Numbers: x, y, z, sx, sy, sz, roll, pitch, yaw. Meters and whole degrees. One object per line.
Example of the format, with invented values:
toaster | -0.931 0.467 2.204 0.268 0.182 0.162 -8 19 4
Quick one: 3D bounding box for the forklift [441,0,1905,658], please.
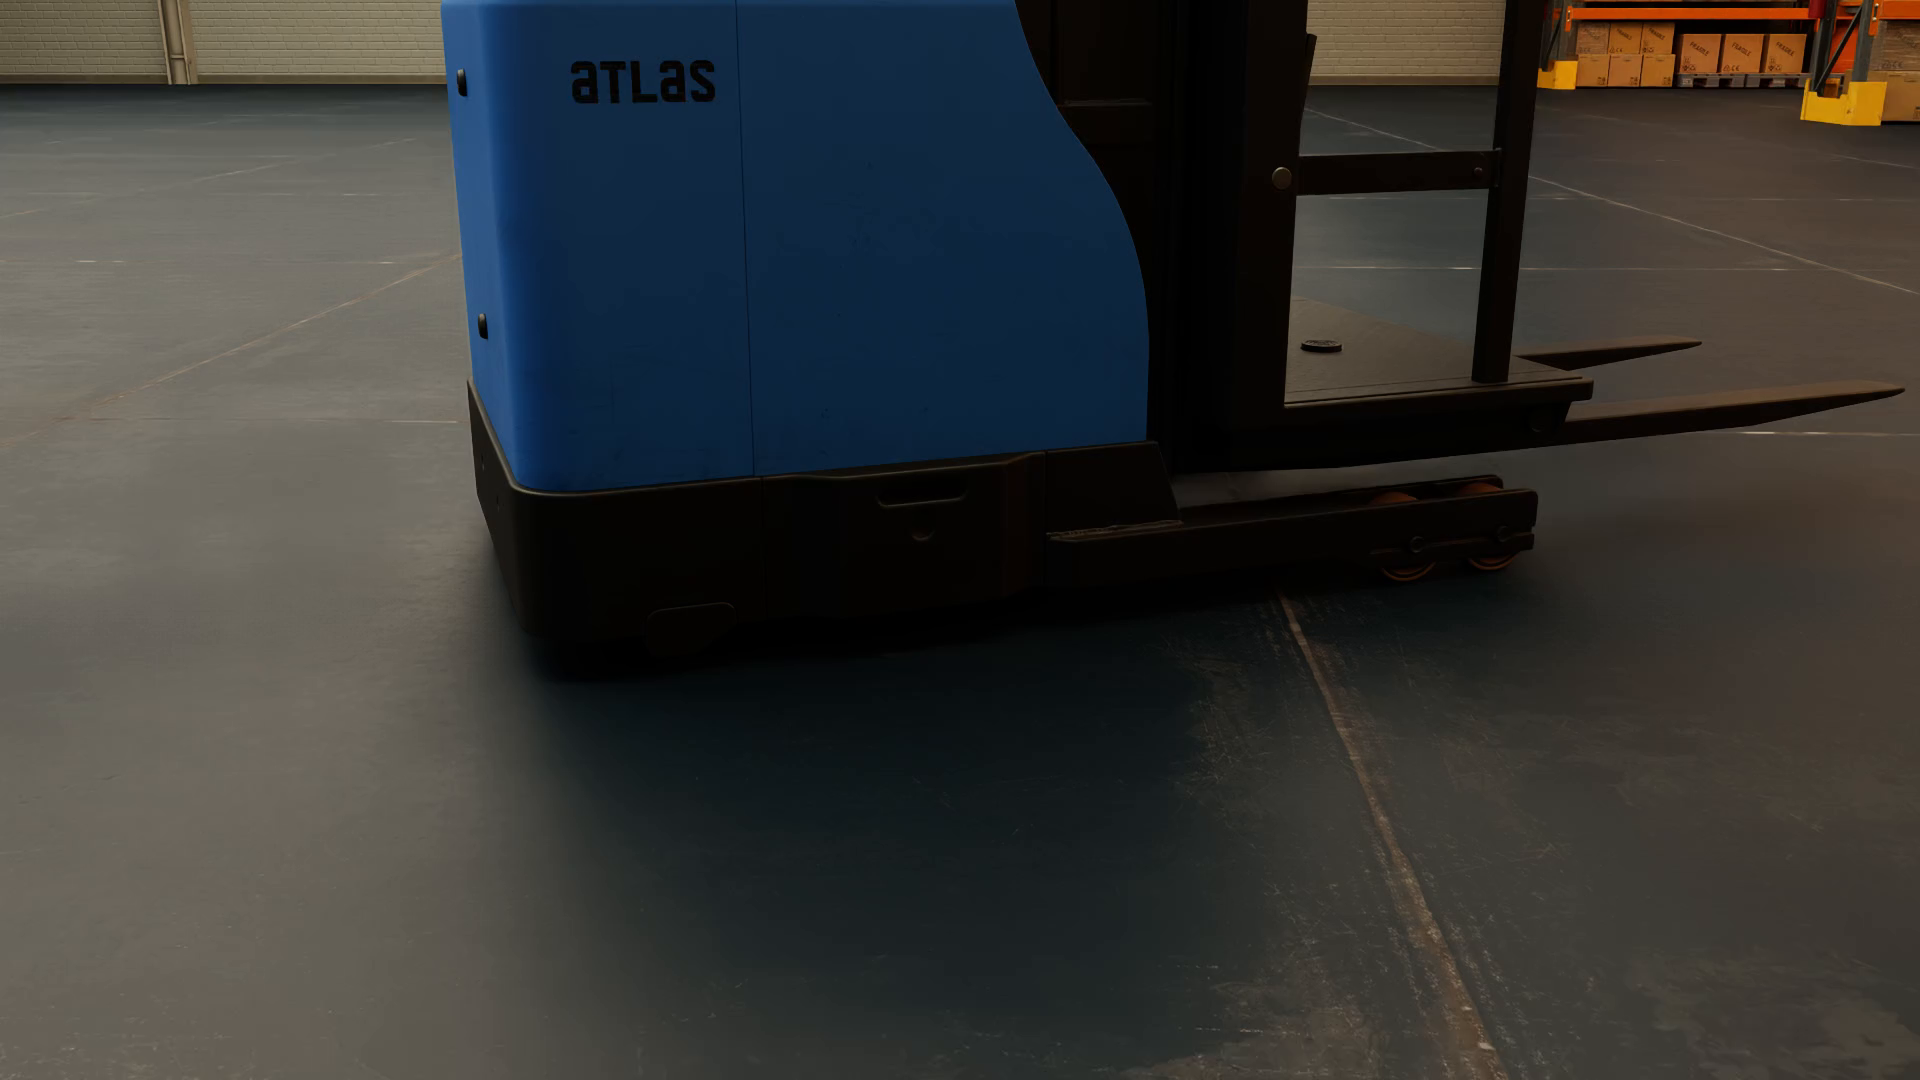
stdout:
forklift | 0.571 -1.462 3.137 3.031 2.935 1.130 -6 18 -19
